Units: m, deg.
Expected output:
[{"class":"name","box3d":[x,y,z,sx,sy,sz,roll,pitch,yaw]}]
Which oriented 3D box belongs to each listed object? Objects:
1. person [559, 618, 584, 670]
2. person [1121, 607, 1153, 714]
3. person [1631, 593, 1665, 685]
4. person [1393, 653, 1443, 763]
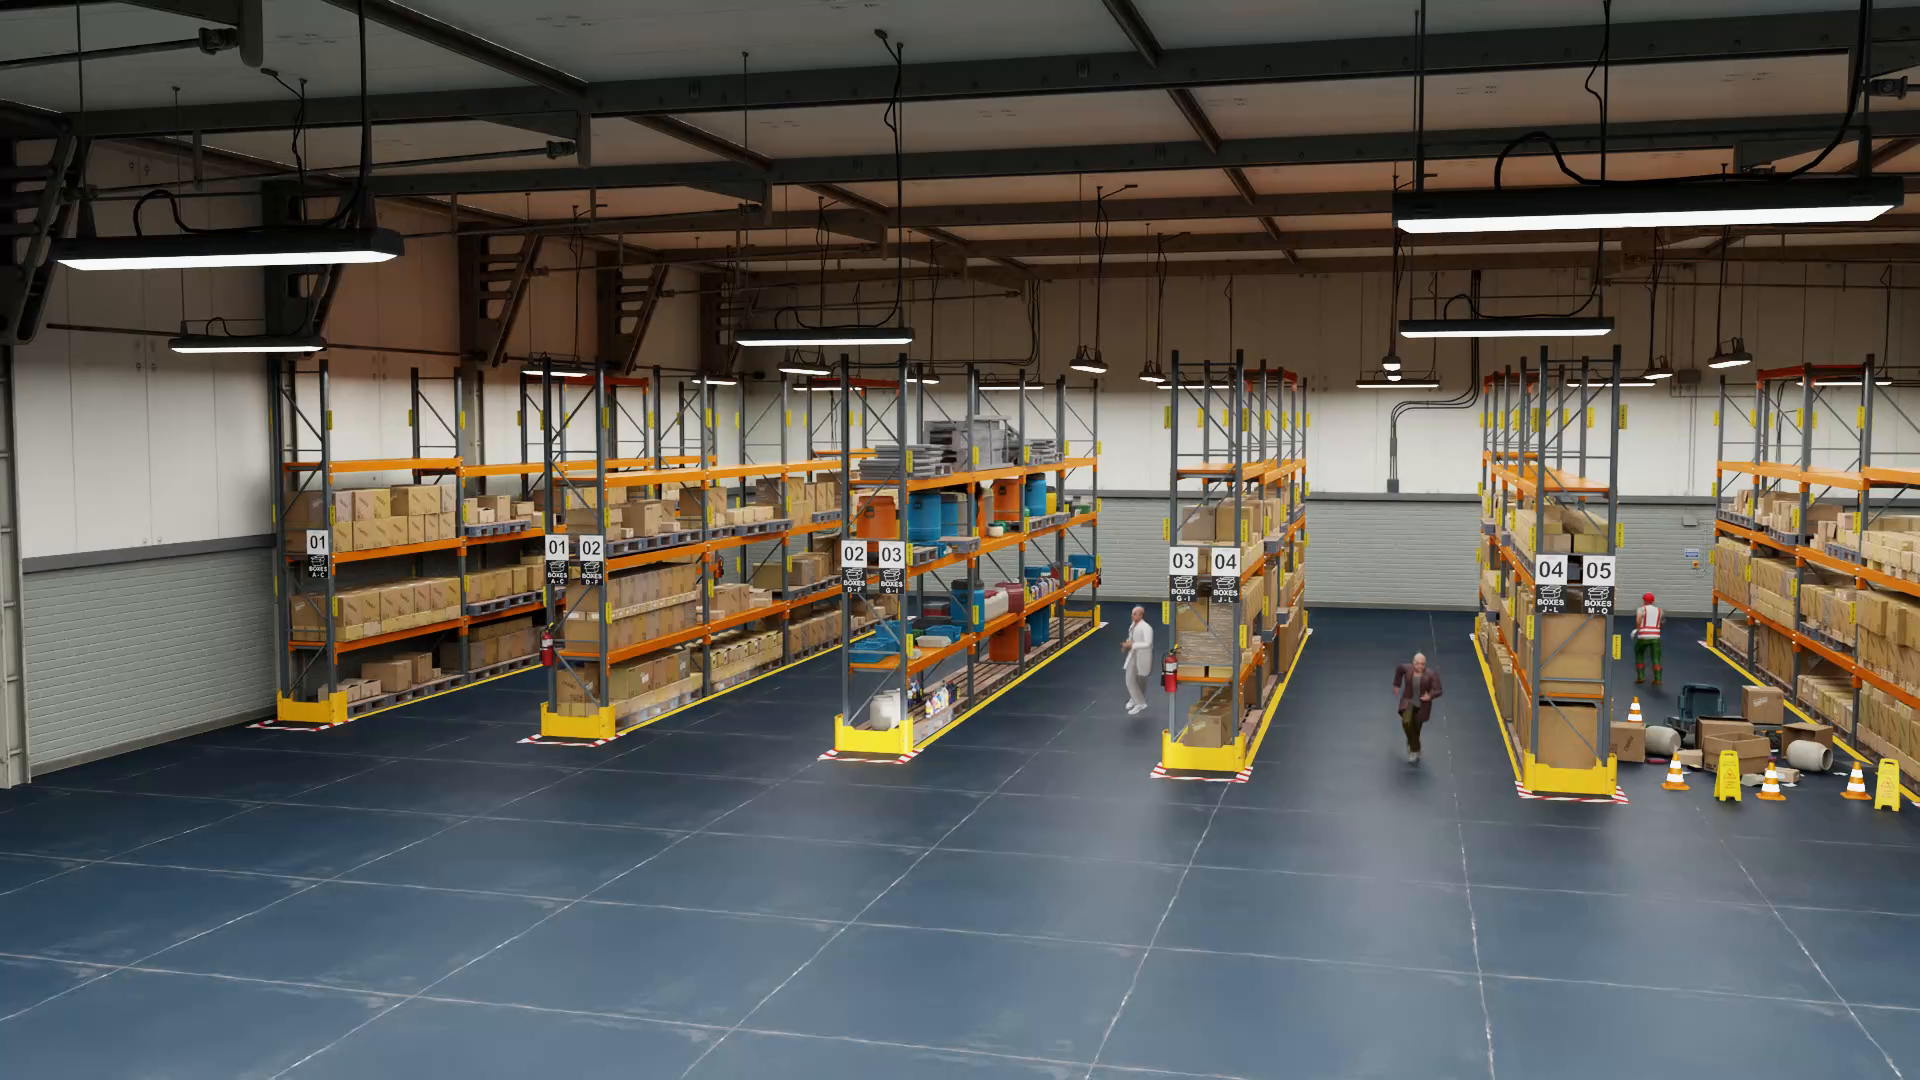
[{"class":"person","box3d":[-7.094,2.017,30.511,0.522,1.661,0.806,0,4,-2]},{"class":"person","box3d":[2.929,1.944,27.141,0.737,1.763,0.799,-4,6,-43]},{"class":"person","box3d":[12.952,1.882,31.286,0.686,1.752,0.996,0,4,6]},{"class":"person","box3d":[6.735,2.420,24.494,0.711,1.605,1.185,1,4,16]}]
